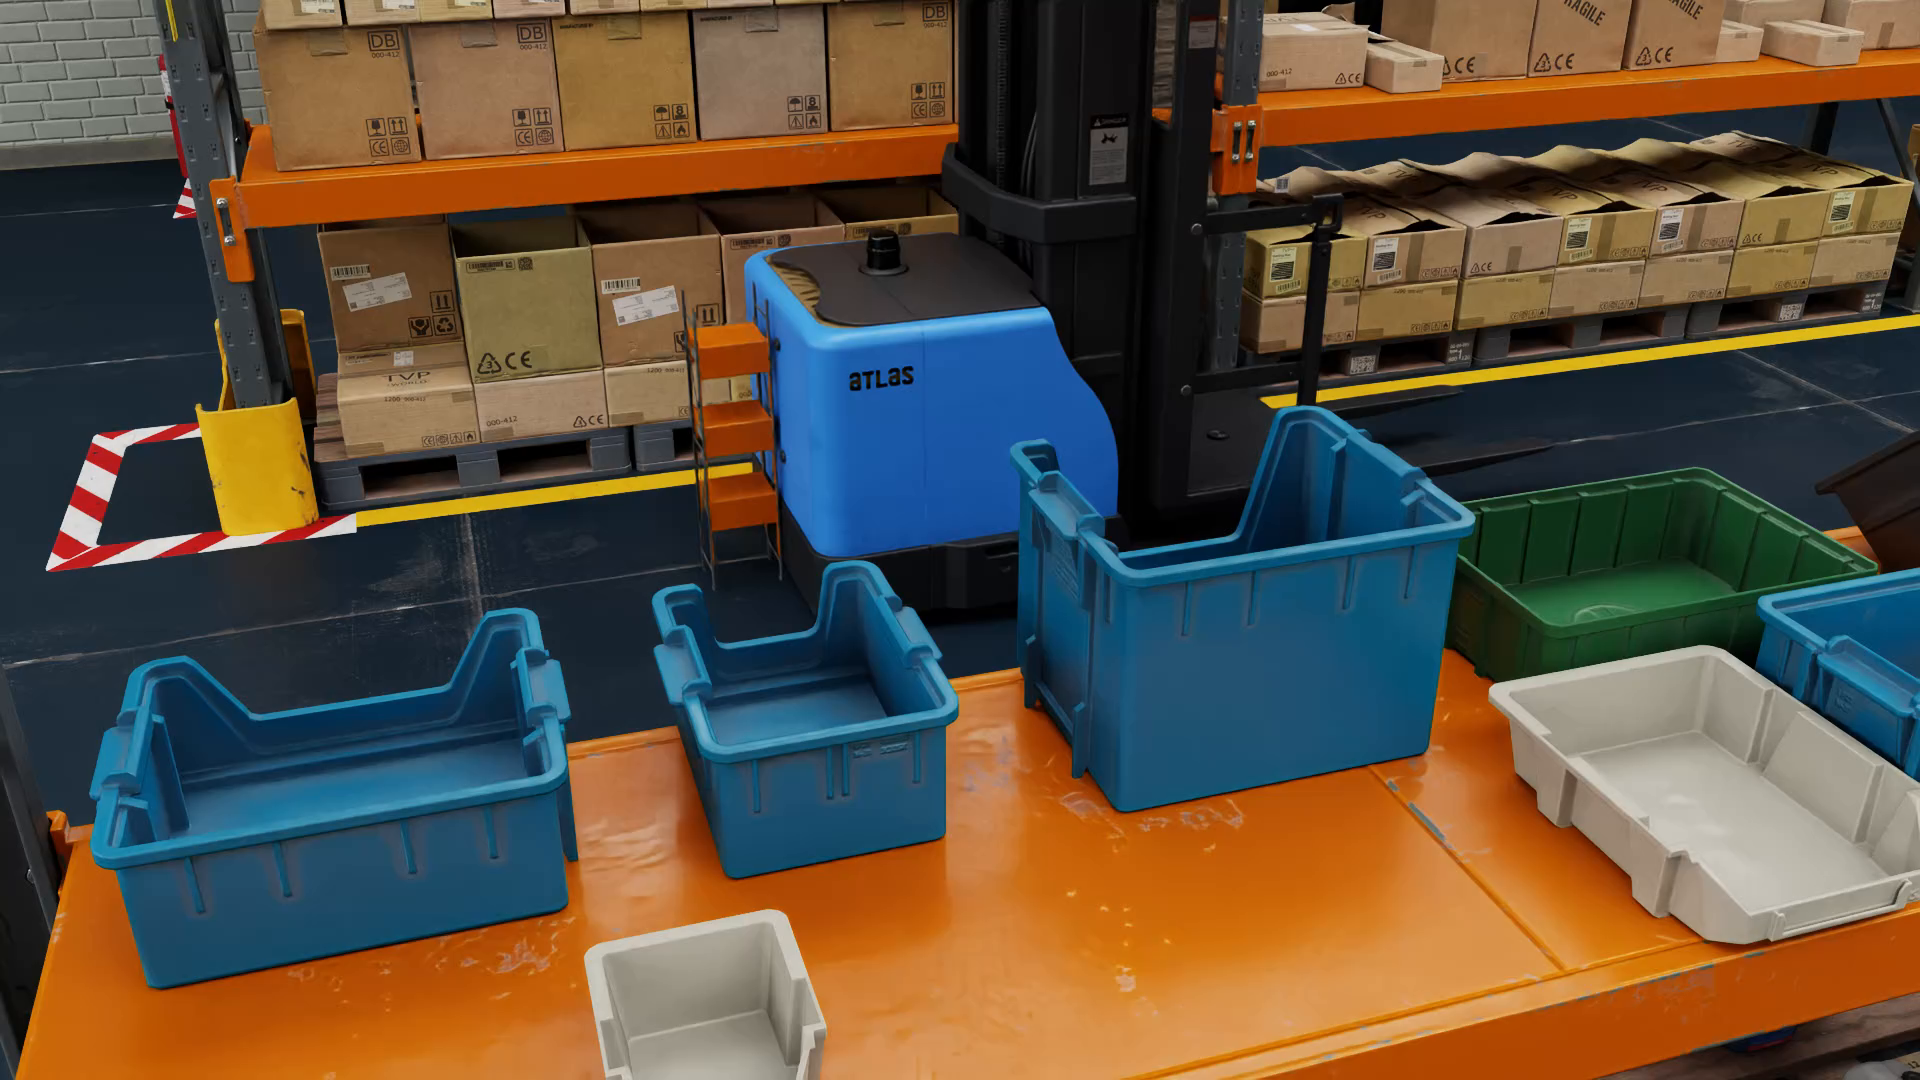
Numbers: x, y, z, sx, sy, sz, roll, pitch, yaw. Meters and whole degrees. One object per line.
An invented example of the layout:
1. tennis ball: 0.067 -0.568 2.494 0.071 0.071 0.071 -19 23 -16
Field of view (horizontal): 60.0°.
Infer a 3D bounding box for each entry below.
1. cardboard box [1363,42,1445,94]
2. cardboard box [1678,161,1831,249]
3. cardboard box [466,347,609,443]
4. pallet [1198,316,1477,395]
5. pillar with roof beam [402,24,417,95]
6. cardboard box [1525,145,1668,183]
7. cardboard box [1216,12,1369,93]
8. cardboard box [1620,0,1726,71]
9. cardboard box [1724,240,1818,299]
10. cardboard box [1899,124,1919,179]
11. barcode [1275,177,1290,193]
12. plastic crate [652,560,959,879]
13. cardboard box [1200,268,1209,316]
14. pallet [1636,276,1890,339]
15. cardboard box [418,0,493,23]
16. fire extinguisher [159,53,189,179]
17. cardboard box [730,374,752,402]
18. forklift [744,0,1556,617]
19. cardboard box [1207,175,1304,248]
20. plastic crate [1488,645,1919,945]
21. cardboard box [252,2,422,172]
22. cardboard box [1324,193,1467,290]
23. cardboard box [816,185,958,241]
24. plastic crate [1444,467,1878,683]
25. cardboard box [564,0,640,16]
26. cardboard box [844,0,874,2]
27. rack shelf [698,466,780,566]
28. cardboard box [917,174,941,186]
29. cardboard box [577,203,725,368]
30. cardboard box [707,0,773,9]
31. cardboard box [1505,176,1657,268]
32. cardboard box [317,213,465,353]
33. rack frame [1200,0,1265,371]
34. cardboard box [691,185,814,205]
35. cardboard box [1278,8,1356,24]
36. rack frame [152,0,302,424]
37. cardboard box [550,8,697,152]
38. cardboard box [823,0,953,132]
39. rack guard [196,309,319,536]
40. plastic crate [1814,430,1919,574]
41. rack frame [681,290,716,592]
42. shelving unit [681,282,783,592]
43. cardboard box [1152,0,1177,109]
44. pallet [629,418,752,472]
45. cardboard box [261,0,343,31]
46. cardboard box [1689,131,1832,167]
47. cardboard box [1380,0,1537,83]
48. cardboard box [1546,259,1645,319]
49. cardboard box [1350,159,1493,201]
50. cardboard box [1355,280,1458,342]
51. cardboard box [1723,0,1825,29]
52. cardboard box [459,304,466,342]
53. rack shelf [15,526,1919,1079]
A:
1. cardboard box: 1.933 -2.098 7.385 0.250 0.149 0.380 -8 28 -16
2. cardboard box: 3.917 -1.683 8.256 0.500 0.311 0.500 -9 28 -17
3. cardboard box: -1.723 -0.631 6.767 0.500 0.250 0.500 -8 28 -16
4. pallet: 1.716 -1.044 8.115 1.213 0.211 1.003 -8 28 -16
5. pillar with roof beam: -2.583 -5.047 6.296 0.400 9.000 9.100 -8 28 -16
6. cardboard box: 3.259 -1.840 8.573 0.500 0.311 0.500 -9 28 -17
7. cardboard box: 1.482 -2.194 7.465 0.500 0.250 0.500 -7 27 -13
8. cardboard box: 3.240 -2.533 7.866 0.500 0.500 0.500 -10 28 -19
9. cardboard box: 3.917 -1.434 8.386 0.500 0.250 0.500 -9 28 -17
10. cardboard box: 5.647 -2.031 9.284 0.500 0.500 0.500 -7 27 -14
11. barcode: 1.399 -1.541 7.218 0.075 0.075 0.001 -8 28 -16
12. plastic crate: -0.243 0.255 2.530 0.408 0.251 0.499 -8 28 -16
13. cardboard box: 1.332 -1.311 8.138 0.500 0.250 0.500 -9 28 -17
14. pallet: 4.036 -1.380 8.792 1.213 0.211 1.003 -8 28 -16
15. cardboard box: -1.848 -1.994 6.051 0.250 0.149 0.380 -8 28 -16
16. fire extinguisher: -3.032 -1.770 6.528 0.183 0.674 0.296 -8 28 -16
17. cardboard box: -0.770 -0.766 7.040 0.500 0.250 0.500 -8 28 -16
18. forklift: 0.795 -1.400 5.773 3.031 2.935 1.130 -9 28 -17
19. cardboard box: 1.324 -1.560 8.007 0.500 0.311 0.500 -8 28 -16
20. plastic crate: 1.092 0.369 2.430 0.437 0.136 0.530 -8 28 -16
21. cardboard box: -2.328 -1.728 6.244 0.500 0.500 0.700 -8 28 -16
22. cardboard box: 1.975 -1.401 7.688 0.500 0.311 0.500 -9 28 -17
23. cardboard box: -0.299 -1.177 7.023 0.500 0.500 0.500 -8 28 -16
24. plastic crate: 1.180 0.082 2.949 0.662 0.188 0.450 -8 28 -16
25. cardboard box: -1.355 -2.065 6.195 0.250 0.149 0.380 -9 28 -18
26. cardboard box: -0.373 -2.208 6.482 0.250 0.149 0.380 -7 27 -15
27. rack shelf: -0.785 -0.087 5.893 0.240 0.259 0.215 -9 28 -17
28. cardboard box: 0.017 -1.464 7.602 0.500 0.500 0.500 -8 28 -16
29. cardboard box: -1.251 -1.040 6.749 0.500 0.500 0.500 -8 28 -16
30. cardboard box: -0.874 -2.134 6.333 0.250 0.149 0.380 -8 27 -16
31. cardboard box: 2.959 -1.546 7.981 0.500 0.311 0.500 -7 27 -15
32. cardboard box: -2.358 -1.116 6.902 0.500 0.500 0.500 -8 28 -16
33. rack frame: 1.027 -2.175 7.258 0.127 3.000 1.000 -8 28 -16
34. cardboard box: -0.936 -1.328 7.329 0.500 0.500 0.500 -8 28 -16
35. cardboard box: 2.625 -3.776 12.799 0.500 0.500 0.700 -8 27 -15
36. rack frame: -2.776 -1.624 6.148 0.127 3.000 1.000 -8 28 -16
37. cardboard box: -1.356 -1.868 6.527 0.500 0.500 0.700 -8 28 -16
38. cardboard box: -0.370 -2.013 6.819 0.500 0.500 0.700 -8 27 -15
39. rack guard: -2.799 -0.501 6.697 0.348 0.500 1.175 -8 28 -16
40. plastic crate: 2.021 -0.034 3.015 0.504 0.338 0.767 -8 28 -16
41. rack frame: -0.900 -0.327 5.728 0.008 1.050 0.200 -9 28 -17
42. shelving unit: -0.785 -0.345 5.765 0.252 1.050 0.215 -9 28 -17
43. cardboard box: 0.607 -2.156 7.107 0.500 0.500 0.700 -9 28 -17
44. pallet: -0.904 -0.665 7.351 1.213 0.211 1.003 -8 28 -16
45. cardboard box: -2.336 -1.922 5.907 0.250 0.149 0.380 -8 28 -16
46. cardboard box: 4.242 -1.985 8.865 0.500 0.311 0.500 -7 27 -14
47. cardboard box: 2.264 -2.391 7.581 0.500 0.500 0.500 -6 27 -12
48. cardboard box: 2.950 -1.294 8.103 0.500 0.250 0.500 -8 27 -15
49. cardboard box: 2.292 -1.702 8.293 0.500 0.311 0.500 -8 28 -16
50. cardboard box: 1.974 -1.152 7.817 0.500 0.250 0.500 -8 27 -15
51. cardboard box: 3.920 -2.645 8.304 0.500 0.311 0.500 -9 28 -17
52. cardboard box: -1.886 -0.853 7.215 0.500 0.250 0.500 -8 28 -16
53. rack shelf: 0.656 0.518 2.643 4.000 0.370 1.077 -8 28 -16
